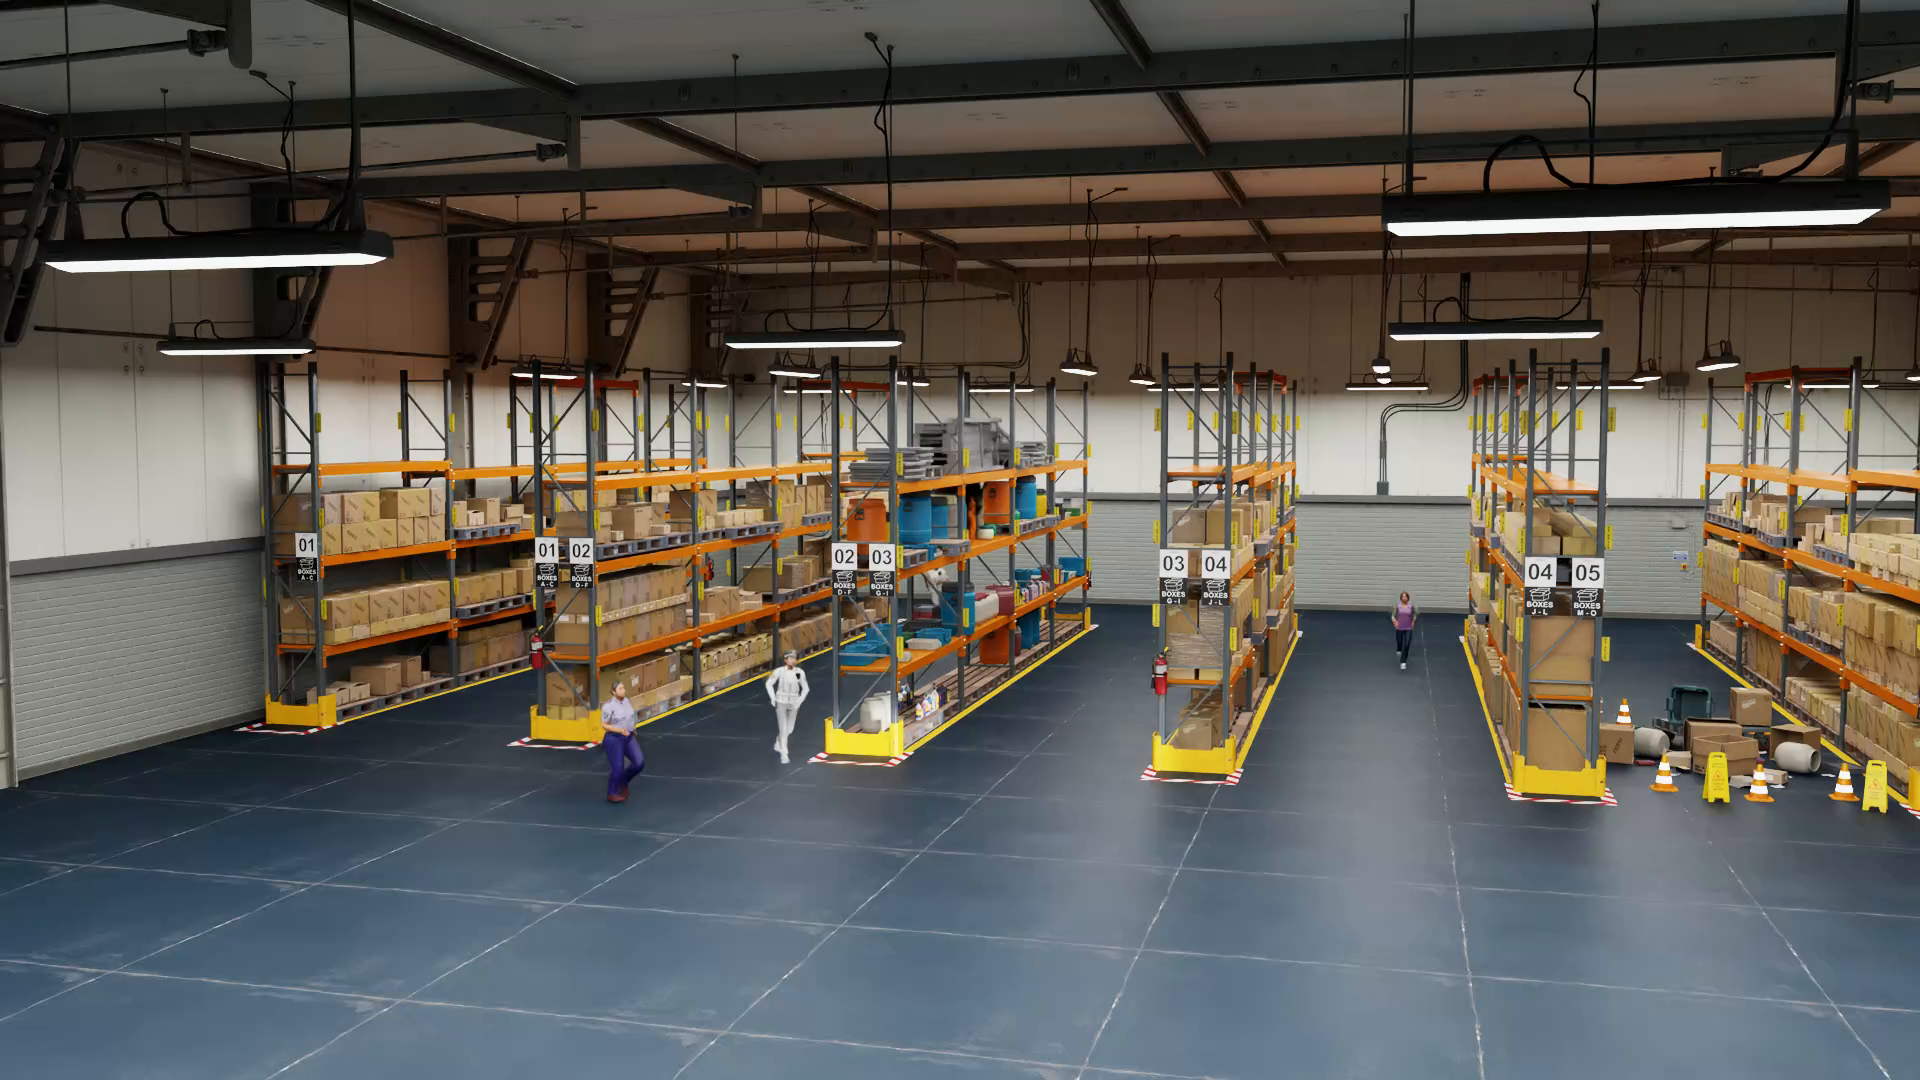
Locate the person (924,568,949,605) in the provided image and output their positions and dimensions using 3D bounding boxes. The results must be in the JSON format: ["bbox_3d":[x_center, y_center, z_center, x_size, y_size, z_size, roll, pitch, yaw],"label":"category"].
[{"bbox_3d":[-0.580,1.288,40.792,0.615,1.719,0.859,0,4,0],"label":"person"}]

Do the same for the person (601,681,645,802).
[{"bbox_3d":[-4.438,2.651,21.893,0.575,1.604,0.579,3,5,38],"label":"person"}]

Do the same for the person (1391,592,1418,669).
[{"bbox_3d":[9.095,1.834,34.050,0.536,1.565,0.651,1,4,10],"label":"person"}]

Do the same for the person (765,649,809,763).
[{"bbox_3d":[-2.567,2.446,24.764,0.641,1.674,0.621,-1,4,-18],"label":"person"}]
